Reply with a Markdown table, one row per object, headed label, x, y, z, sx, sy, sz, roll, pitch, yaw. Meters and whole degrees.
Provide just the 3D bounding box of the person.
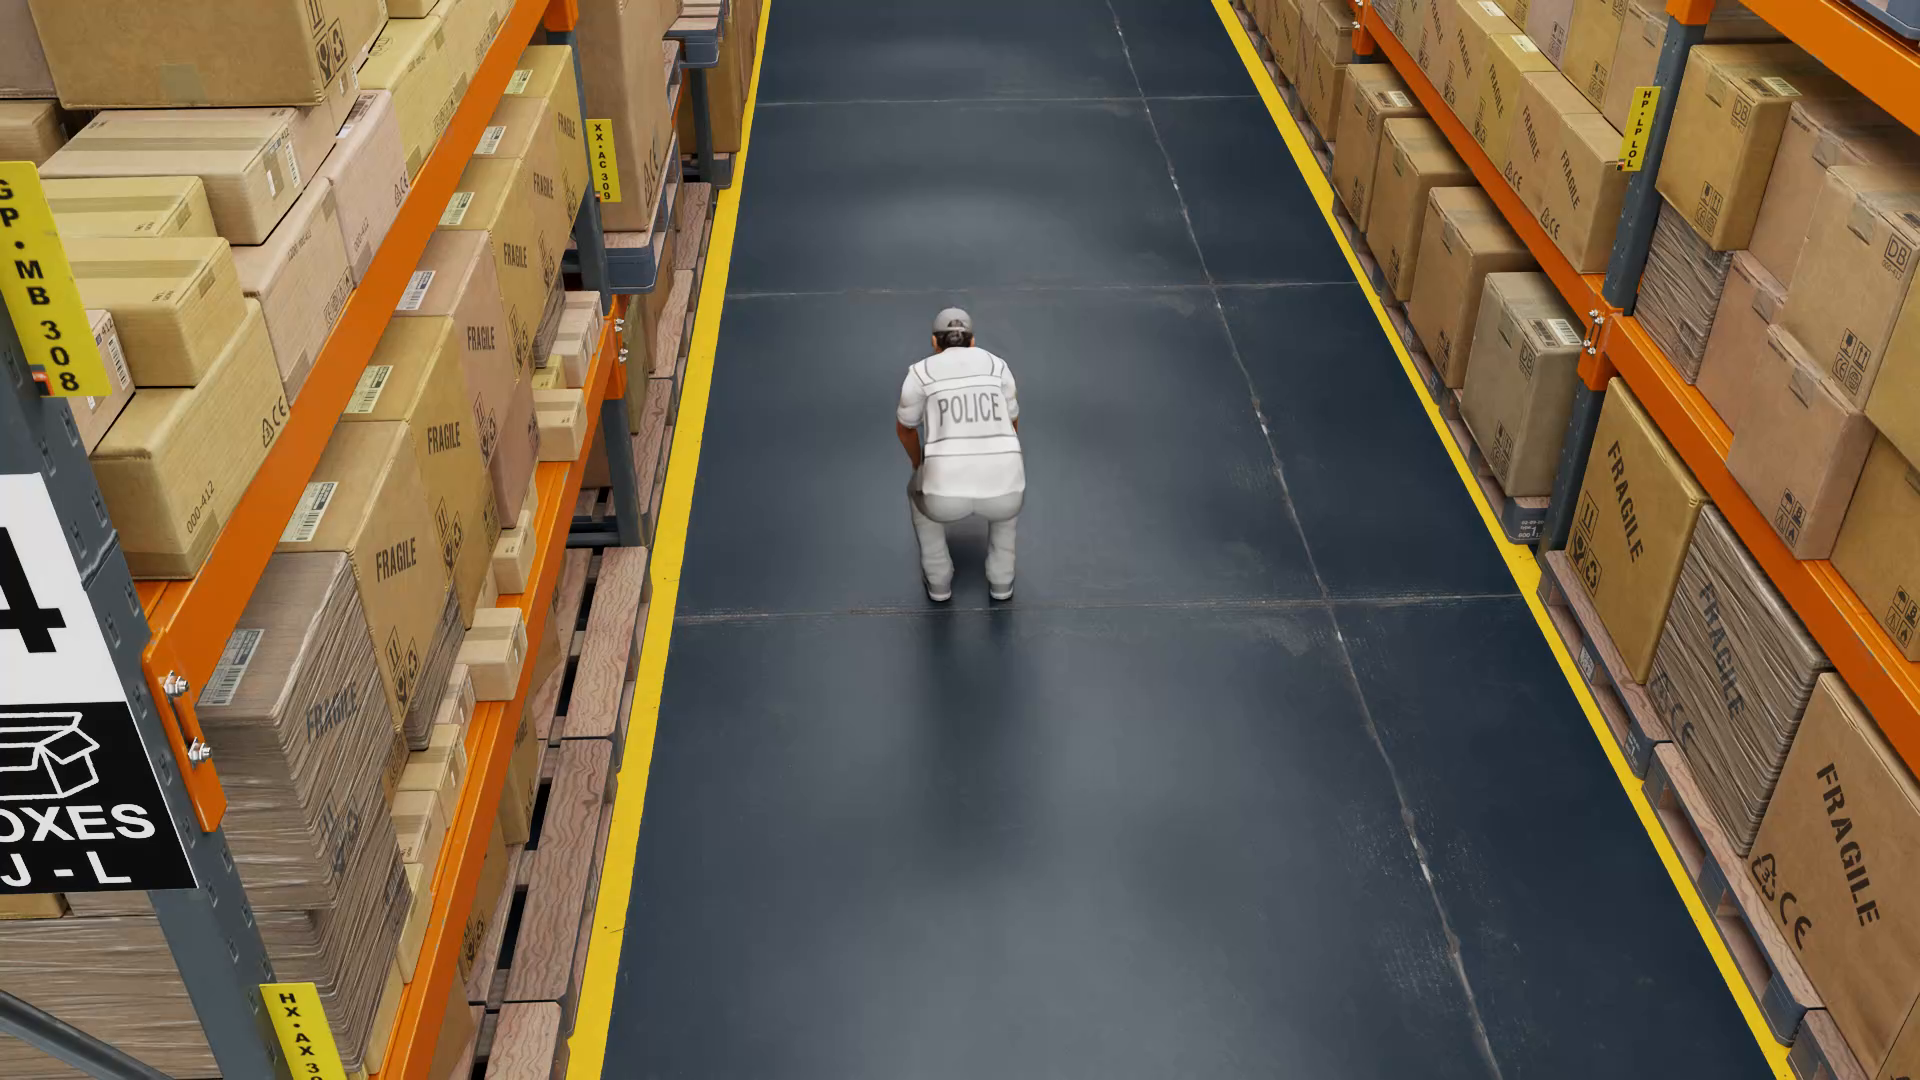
| label | x | y | z | sx | sy | sz | roll | pitch | yaw |
| --- | --- | --- | --- | --- | --- | --- | --- | --- | --- |
| person | 0.004 | -0.324 | 7.041 | 0.540 | 1.158 | 0.817 | -2 | 35 | -2 |
